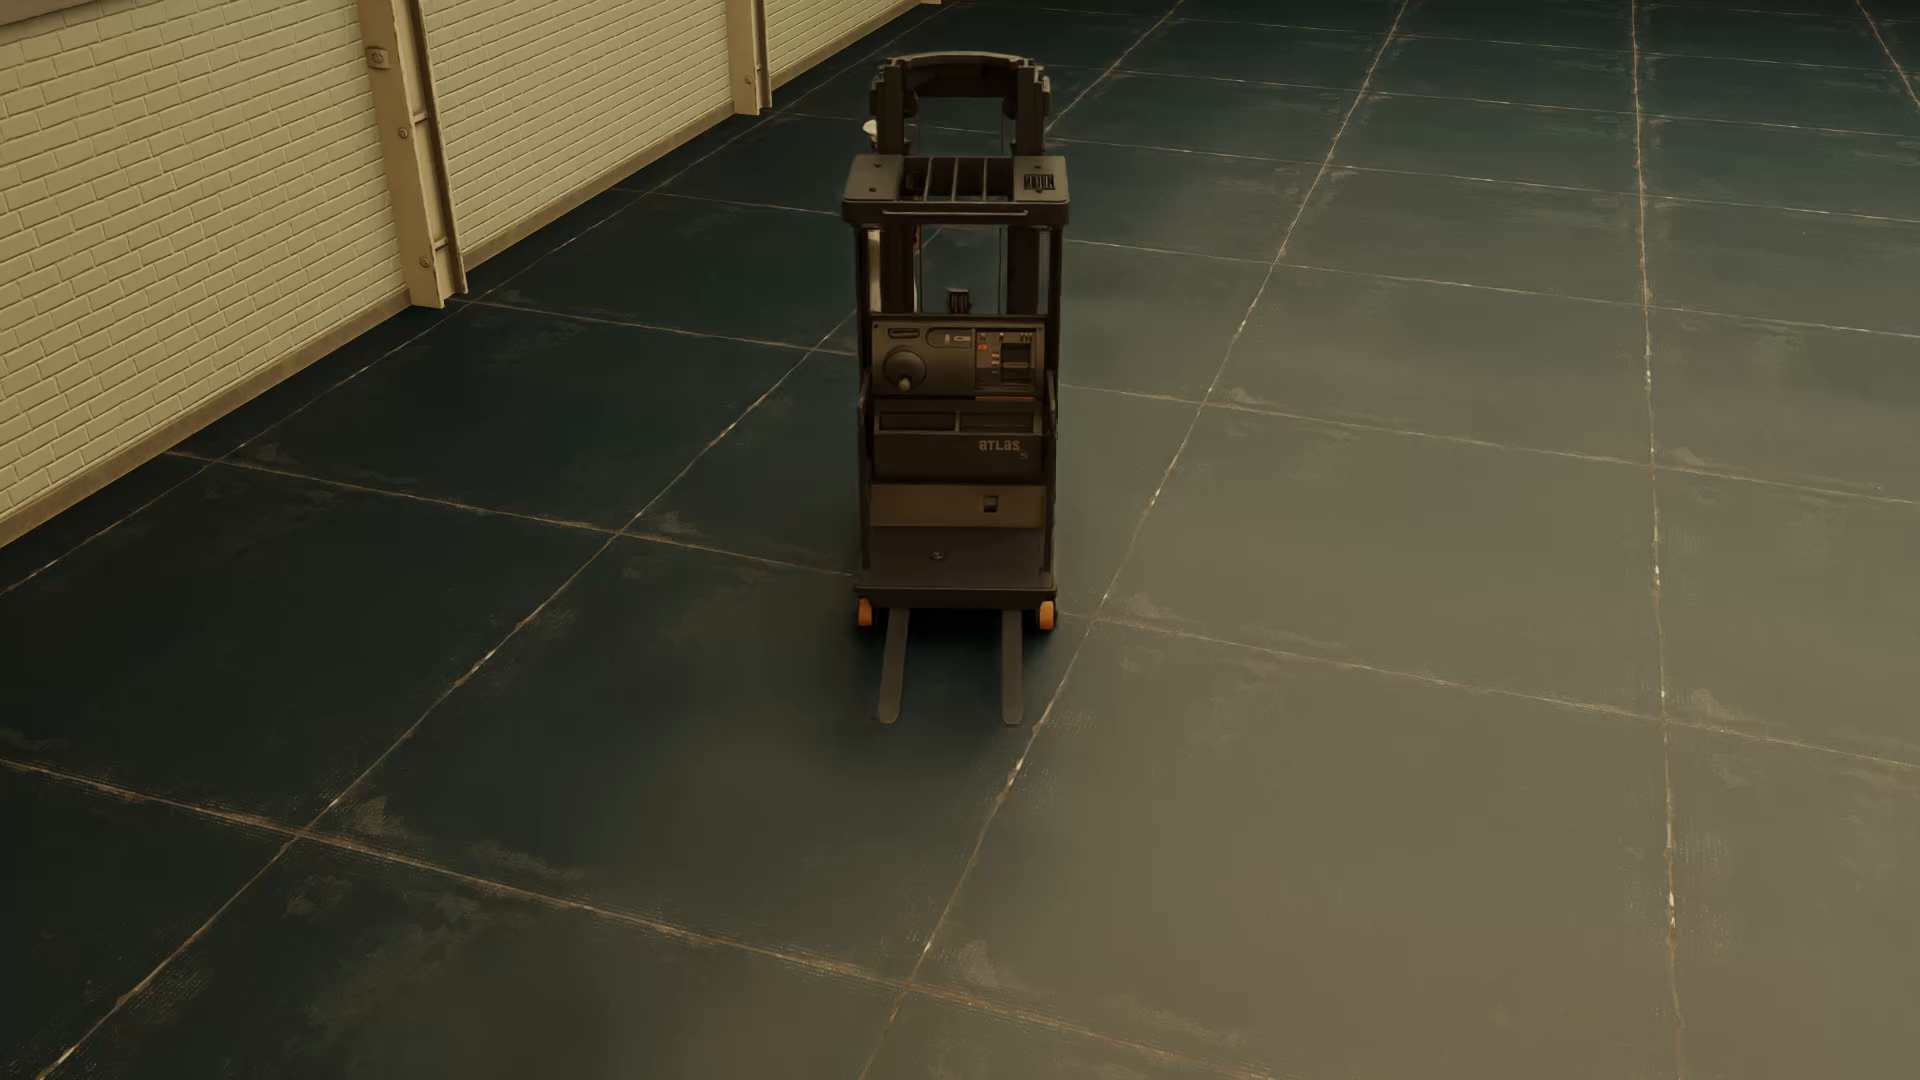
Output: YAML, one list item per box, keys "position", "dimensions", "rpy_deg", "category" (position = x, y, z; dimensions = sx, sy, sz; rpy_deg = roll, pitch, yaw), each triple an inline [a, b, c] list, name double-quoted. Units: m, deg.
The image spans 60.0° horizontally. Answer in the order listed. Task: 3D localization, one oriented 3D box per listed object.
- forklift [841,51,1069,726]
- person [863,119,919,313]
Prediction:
- position: [-0.013, -0.935, 8.777]
  dimensions: [1.130, 2.935, 3.031]
  rpy_deg: [1, 30, 1]
  category: "forklift"
- position: [-0.537, -2.284, 12.434]
  dimensions: [0.513, 1.656, 0.397]
  rpy_deg: [-5, 30, -9]
  category: "person"
